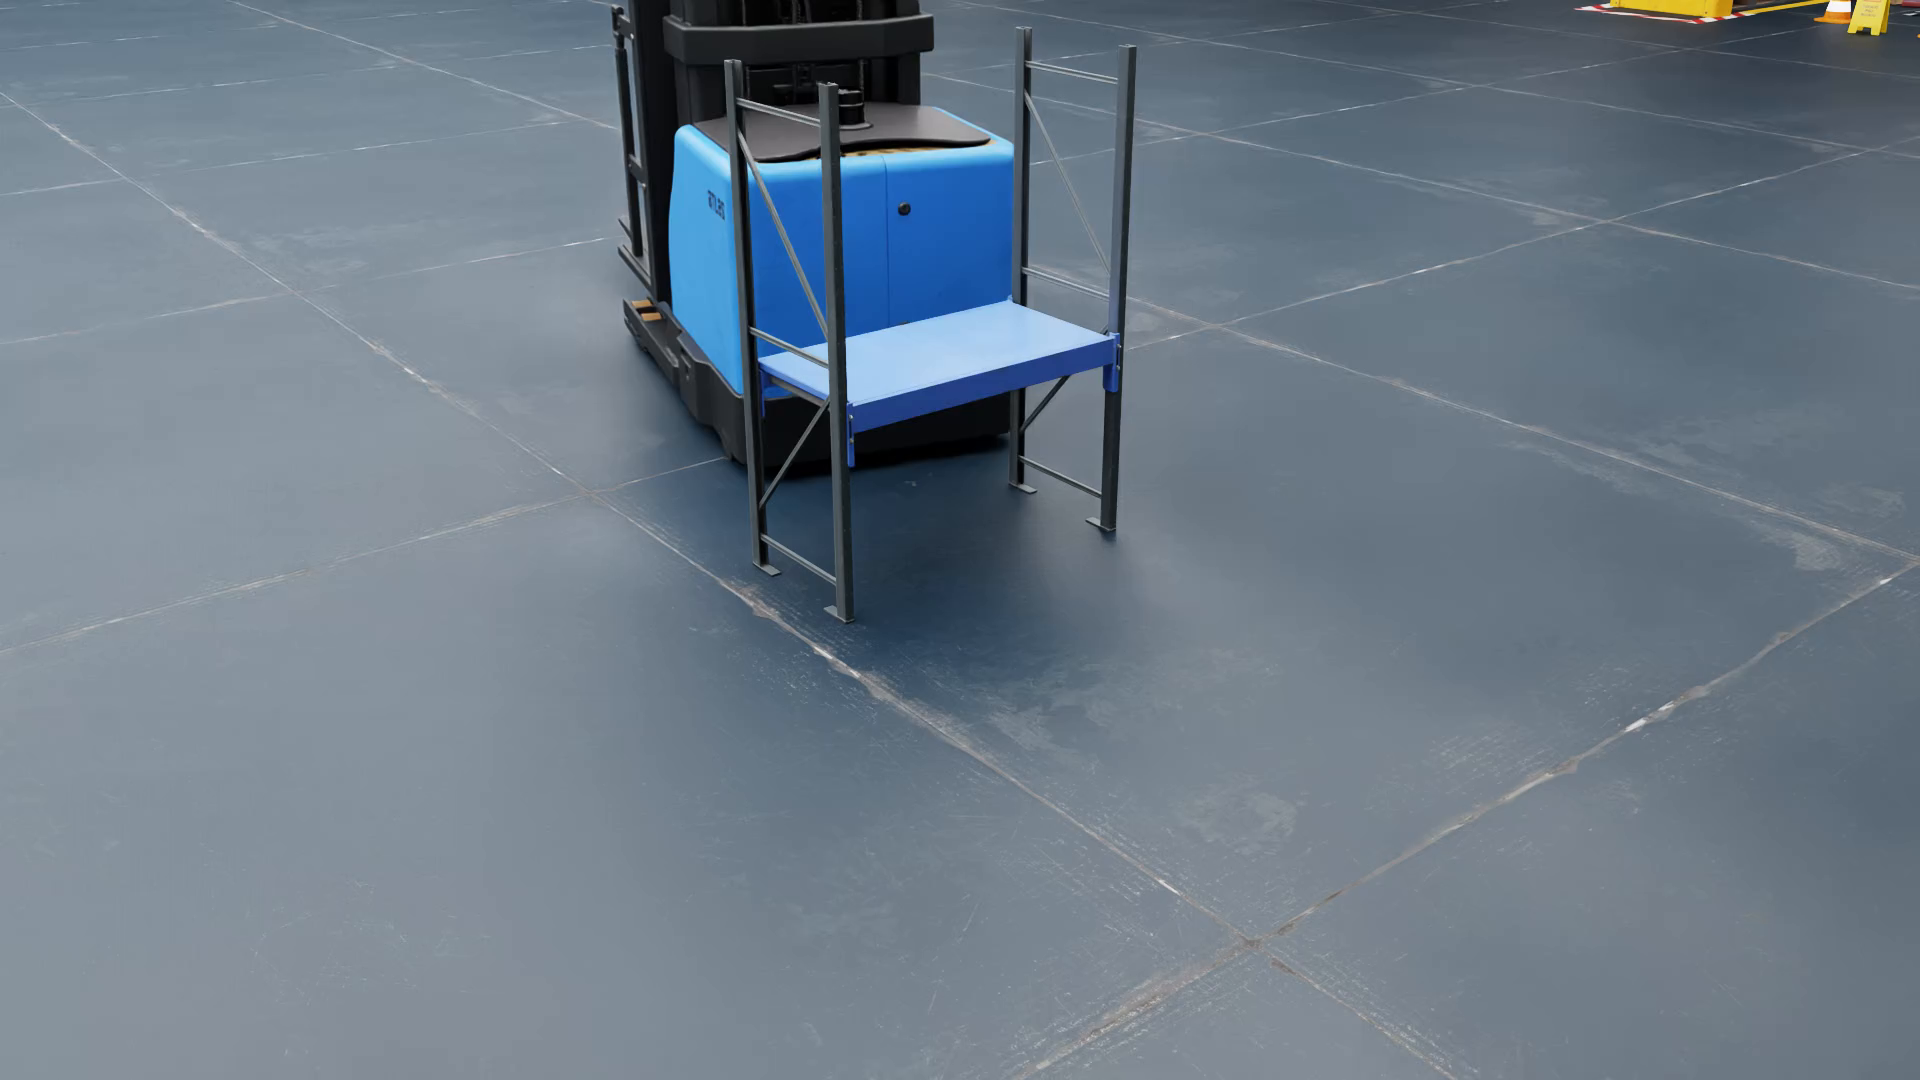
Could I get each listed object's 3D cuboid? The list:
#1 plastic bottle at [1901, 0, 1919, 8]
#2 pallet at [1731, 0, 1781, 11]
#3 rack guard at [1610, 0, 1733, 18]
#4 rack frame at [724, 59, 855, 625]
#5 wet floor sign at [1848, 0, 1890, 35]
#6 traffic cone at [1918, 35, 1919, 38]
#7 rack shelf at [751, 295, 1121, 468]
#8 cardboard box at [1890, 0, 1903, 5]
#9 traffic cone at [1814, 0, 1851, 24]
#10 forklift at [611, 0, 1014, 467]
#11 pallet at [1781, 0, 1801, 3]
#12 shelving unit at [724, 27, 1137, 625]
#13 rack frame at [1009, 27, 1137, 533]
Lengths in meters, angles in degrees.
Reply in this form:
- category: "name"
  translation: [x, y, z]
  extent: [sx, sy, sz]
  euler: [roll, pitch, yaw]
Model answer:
- category: "plastic bottle"
  translation: [9.764, -5.463, 16.950]
  extent: [0.283, 0.061, 0.133]
  euler: [15, 29, 29]
- category: "pallet"
  translation: [7.735, -5.665, 17.206]
  extent: [1.213, 0.211, 1.003]
  euler: [-18, 31, -34]
- category: "rack guard"
  translation: [7.136, -5.556, 16.628]
  extent: [0.348, 0.500, 1.175]
  euler: [-18, 31, -34]
- category: "rack frame"
  translation: [-0.467, -0.526, 4.602]
  extent: [0.032, 1.500, 0.500]
  euler: [-18, 31, -34]
- category: "wet floor sign"
  translation: [8.354, -4.965, 15.182]
  extent: [0.267, 0.644, 0.232]
  euler: [21, 32, 37]
- category: "traffic cone"
  translation: [8.878, -4.751, 14.936]
  extent: [0.334, 0.463, 0.336]
  euler: [-18, 31, -34]
- category: "rack shelf"
  translation: [-0.067, -0.495, 4.962]
  extent: [1.000, 0.185, 0.538]
  euler: [-18, 31, -34]
- category: "cardboard box"
  translation: [9.714, -5.860, 17.279]
  extent: [0.500, 0.500, 0.500]
  euler: [-13, 28, -25]
- category: "traffic cone"
  translation: [8.449, -5.213, 15.933]
  extent: [0.334, 0.463, 0.336]
  euler: [-18, 31, -34]
- category: "forklift"
  translation: [-0.791, -2.170, 6.444]
  extent: [1.130, 2.935, 3.031]
  euler: [-9, 27, -20]
- category: "pallet"
  translation: [8.695, -5.980, 17.885]
  extent: [1.213, 0.211, 1.003]
  euler: [-18, 31, -34]
- category: "shelving unit"
  translation: [-0.067, -0.658, 4.887]
  extent: [1.048, 1.500, 0.538]
  euler: [-18, 31, -34]
- category: "rack frame"
  translation: [0.333, -0.790, 5.171]
  extent: [0.032, 1.500, 0.500]
  euler: [-18, 31, -34]
